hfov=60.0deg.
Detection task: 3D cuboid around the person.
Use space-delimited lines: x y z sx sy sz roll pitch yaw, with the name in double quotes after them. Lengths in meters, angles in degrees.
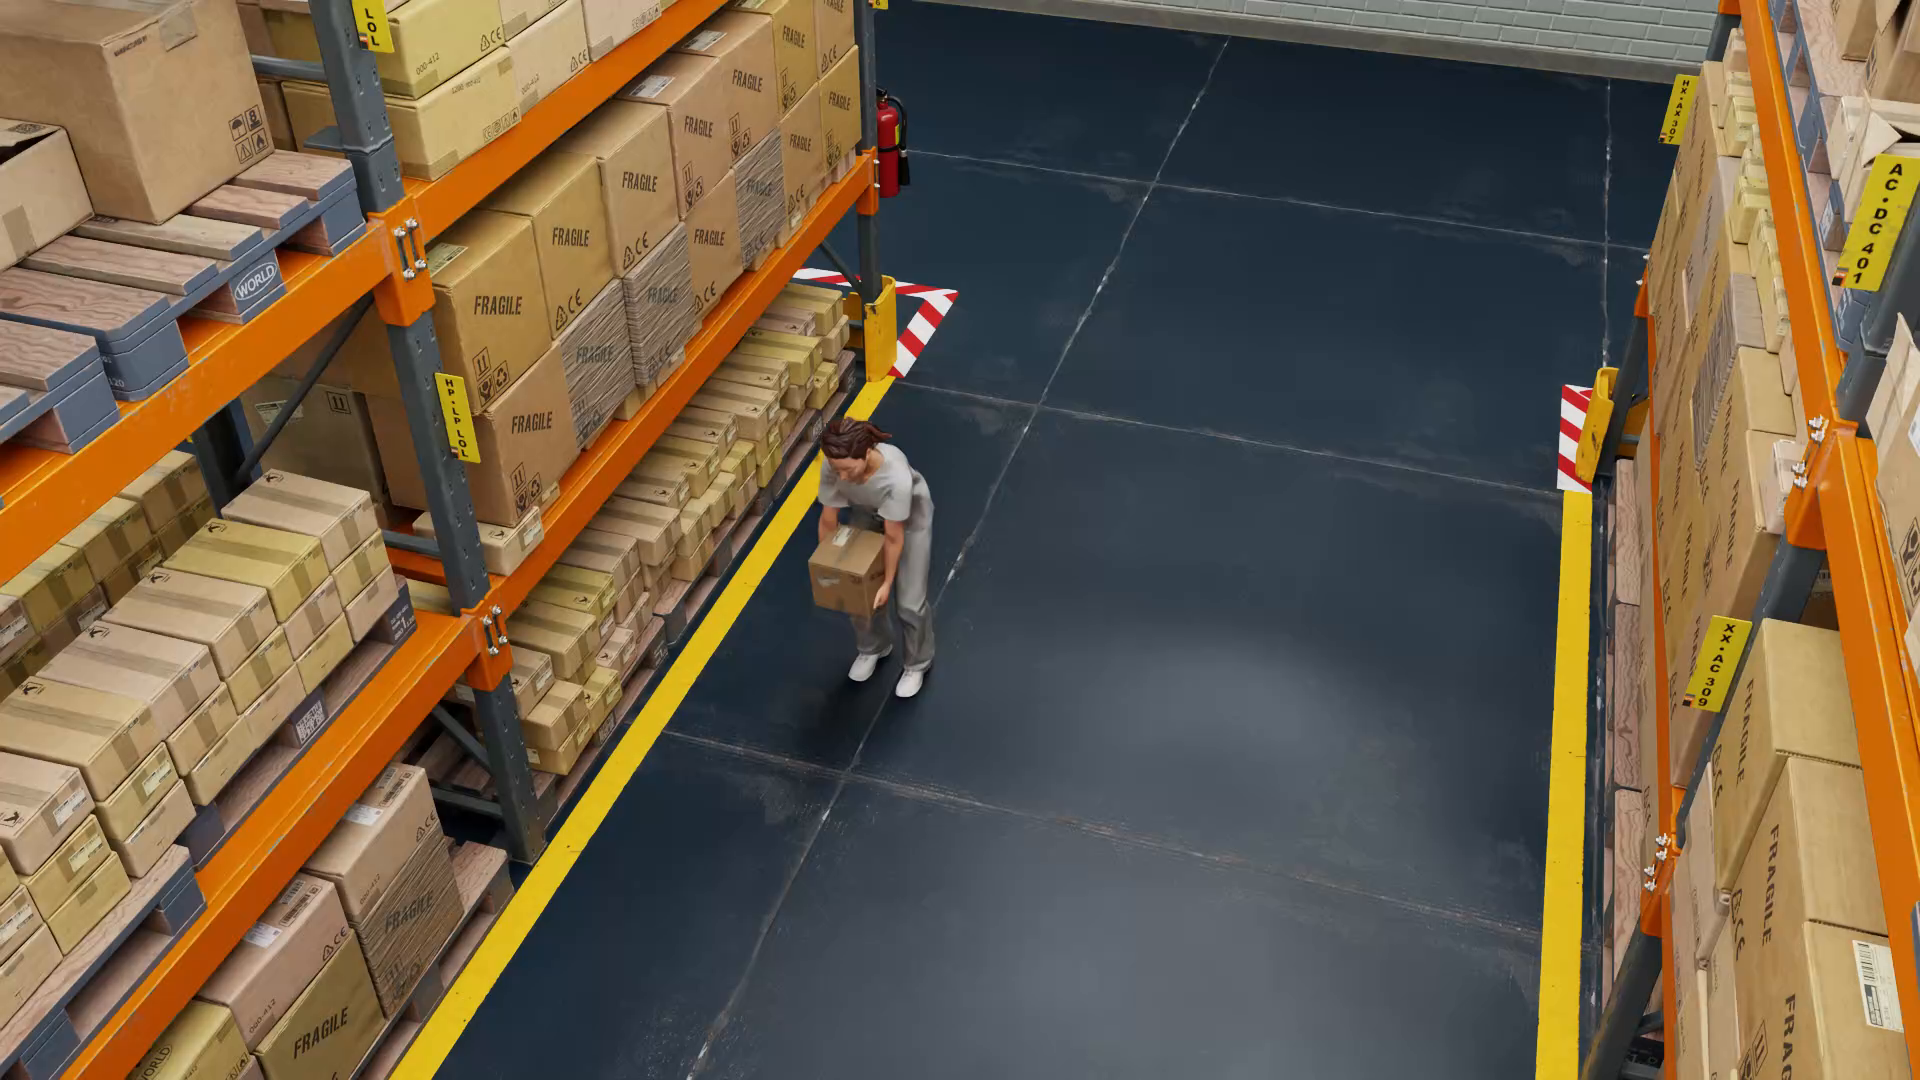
-0.355 0.045 6.950 0.408 1.538 0.630 16 40 20 "person"
